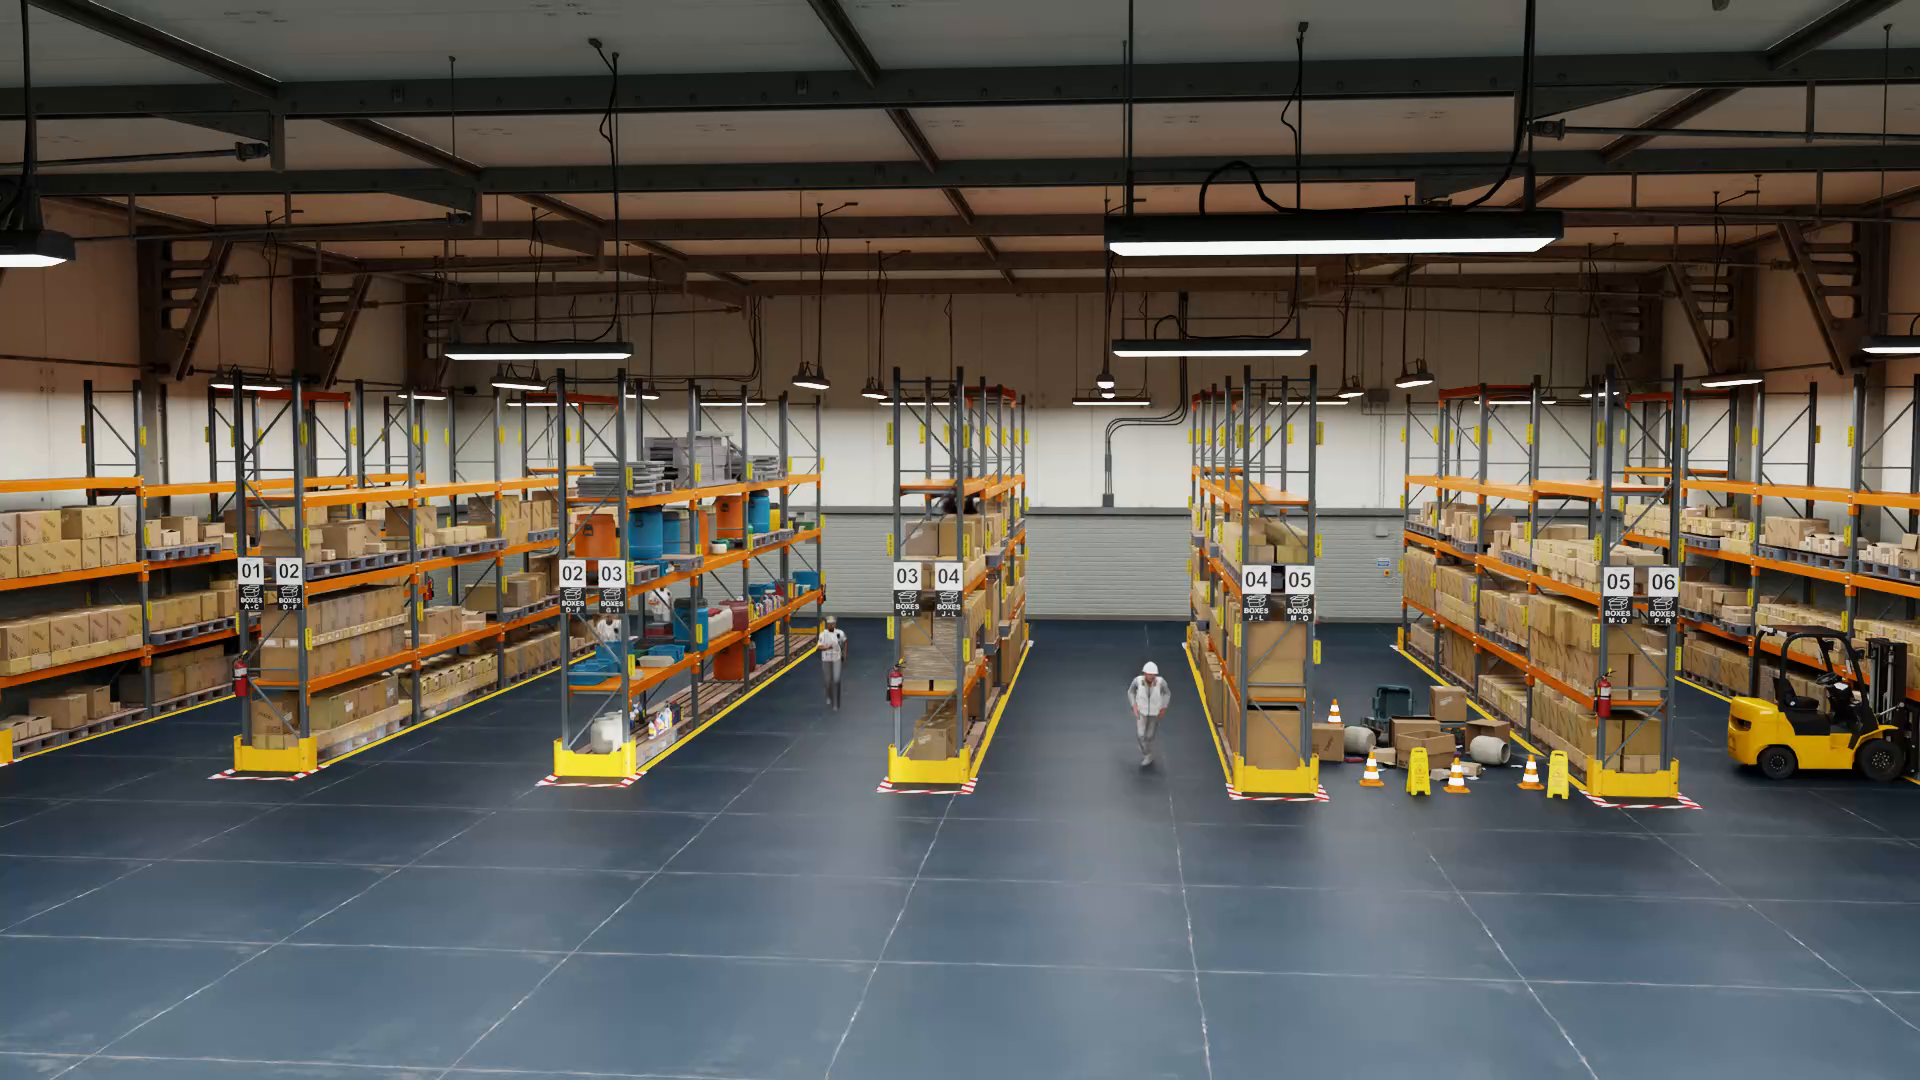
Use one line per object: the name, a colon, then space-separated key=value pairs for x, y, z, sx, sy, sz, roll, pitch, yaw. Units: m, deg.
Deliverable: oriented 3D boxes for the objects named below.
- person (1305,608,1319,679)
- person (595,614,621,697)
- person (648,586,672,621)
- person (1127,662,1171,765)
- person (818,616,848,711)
person: x=7.074 y=1.995 z=34.089 sx=0.588 sy=1.831 sz=0.835 roll=0 pitch=4 yaw=4
person: x=-6.750 y=2.154 z=32.379 sx=0.638 sy=1.722 sz=0.829 roll=0 pitch=4 yaw=6
person: x=-7.017 y=1.760 z=38.961 sx=0.582 sy=1.716 sz=0.826 roll=-1 pitch=4 yaw=-15
person: x=2.895 y=2.630 z=25.520 sx=0.666 sy=1.614 sz=1.052 roll=0 pitch=4 yaw=2
person: x=-2.341 y=2.271 z=30.606 sx=0.538 sy=1.783 sz=0.786 roll=0 pitch=4 yaw=-1
